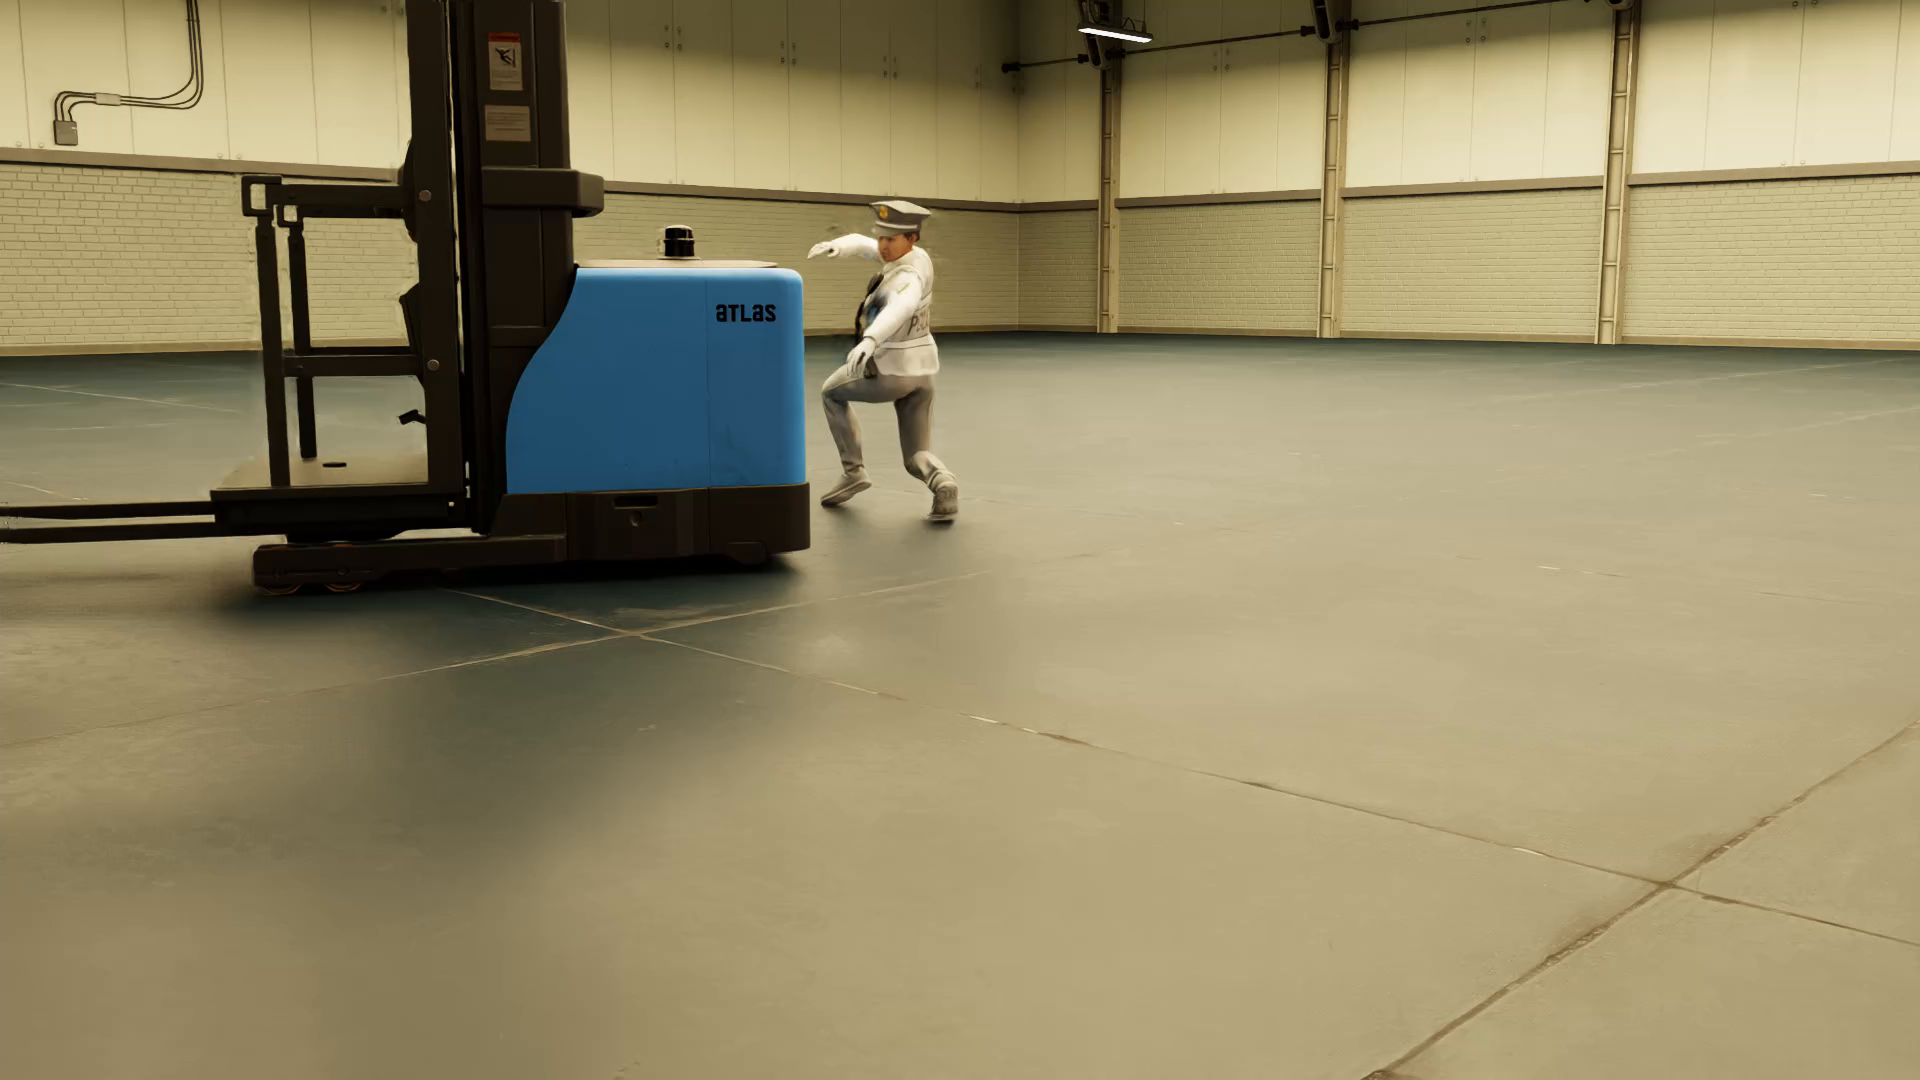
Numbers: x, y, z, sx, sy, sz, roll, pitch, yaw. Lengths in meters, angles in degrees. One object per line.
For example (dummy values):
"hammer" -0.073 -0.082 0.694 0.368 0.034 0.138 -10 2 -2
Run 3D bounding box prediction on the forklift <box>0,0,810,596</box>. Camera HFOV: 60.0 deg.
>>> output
"forklift" -2.121 -1.353 5.858 3.031 2.935 1.130 -2 9 -16

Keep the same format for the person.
"person" -0.427 -0.779 7.272 0.950 1.384 0.823 7 11 40
